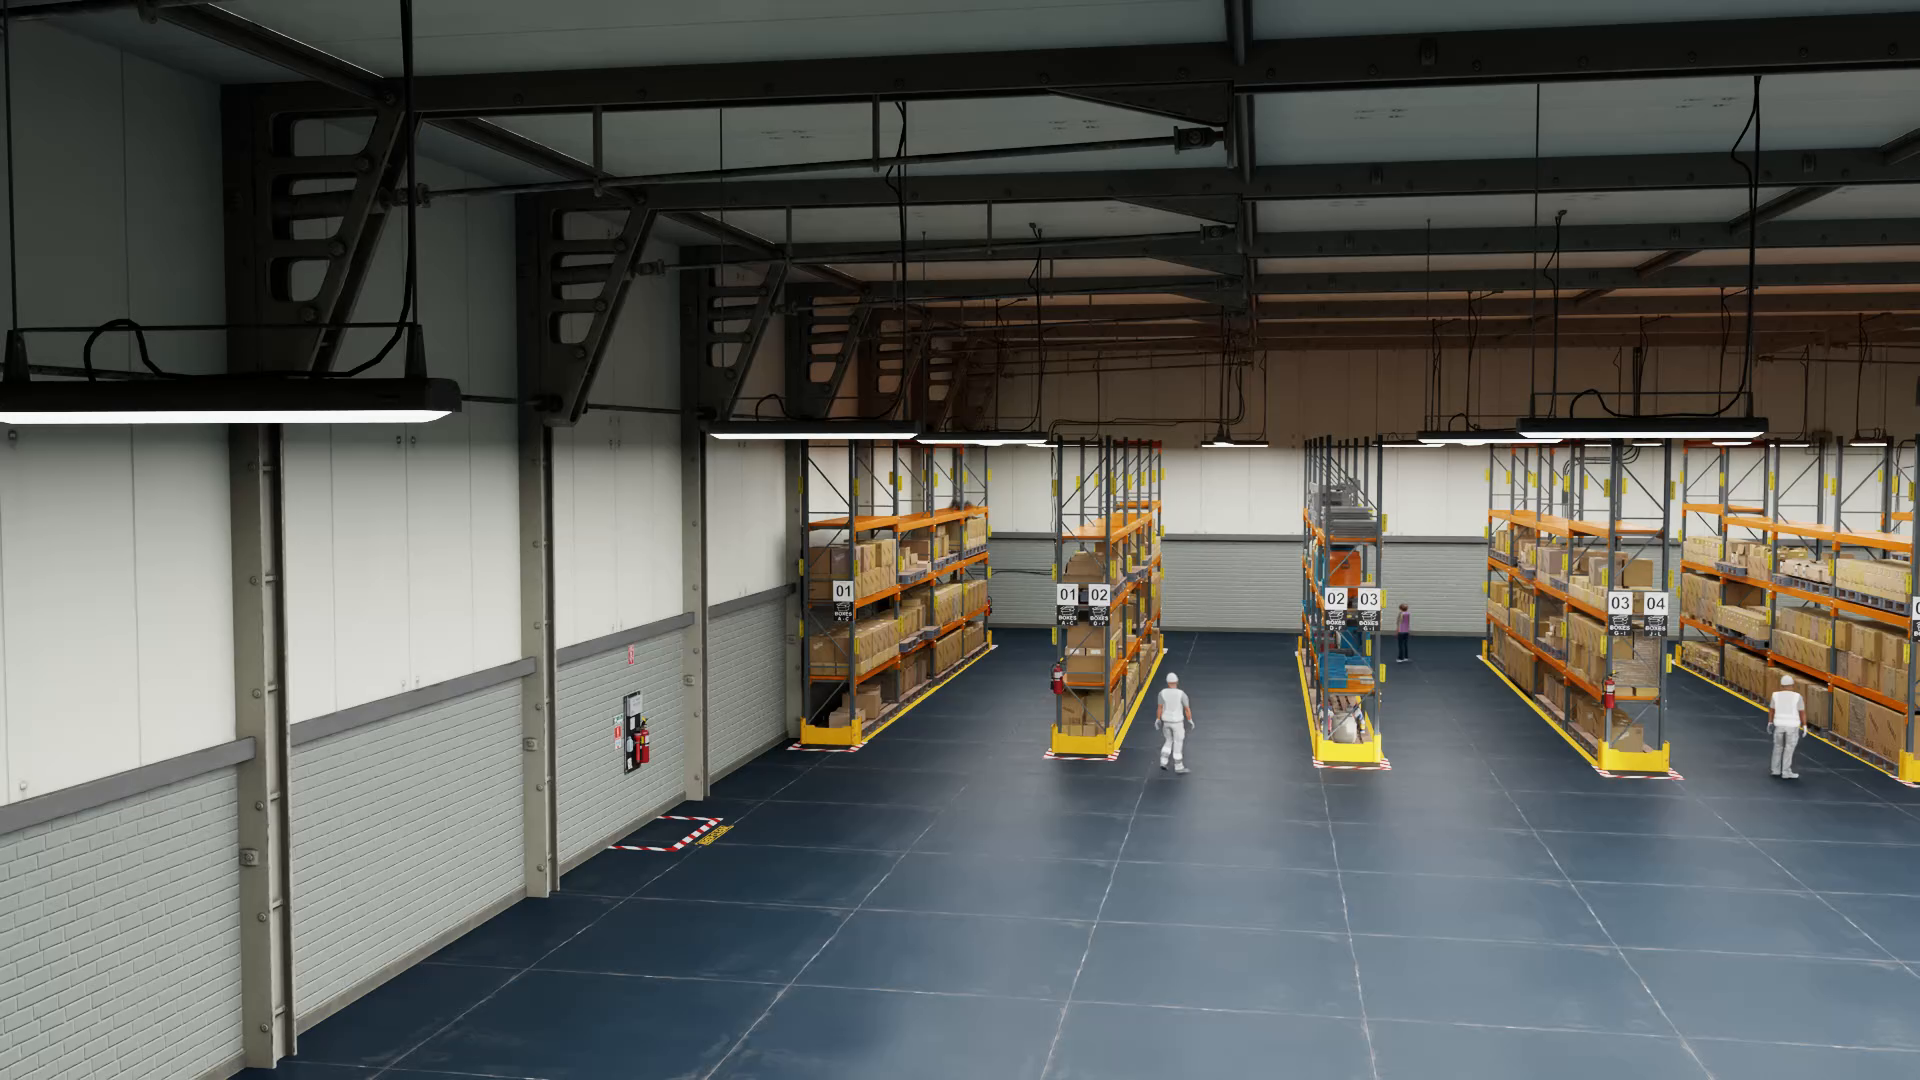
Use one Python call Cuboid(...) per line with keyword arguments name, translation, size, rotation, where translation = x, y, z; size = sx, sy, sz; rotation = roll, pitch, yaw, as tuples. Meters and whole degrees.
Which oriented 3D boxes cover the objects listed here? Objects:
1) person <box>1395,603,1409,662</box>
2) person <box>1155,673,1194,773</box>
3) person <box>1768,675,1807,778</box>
Cuboid(name="person", translation=(11.954, 2.505, 44.972), size=(0.363, 1.618, 0.476), rotation=(3, 4, 43))
Cuboid(name="person", translation=(3.791, 3.233, 29.440), size=(0.601, 1.797, 0.541), rotation=(3, 4, 45))
Cuboid(name="person", translation=(14.515, 3.262, 29.120), size=(0.515, 1.791, 0.615), rotation=(-3, 4, -45))
